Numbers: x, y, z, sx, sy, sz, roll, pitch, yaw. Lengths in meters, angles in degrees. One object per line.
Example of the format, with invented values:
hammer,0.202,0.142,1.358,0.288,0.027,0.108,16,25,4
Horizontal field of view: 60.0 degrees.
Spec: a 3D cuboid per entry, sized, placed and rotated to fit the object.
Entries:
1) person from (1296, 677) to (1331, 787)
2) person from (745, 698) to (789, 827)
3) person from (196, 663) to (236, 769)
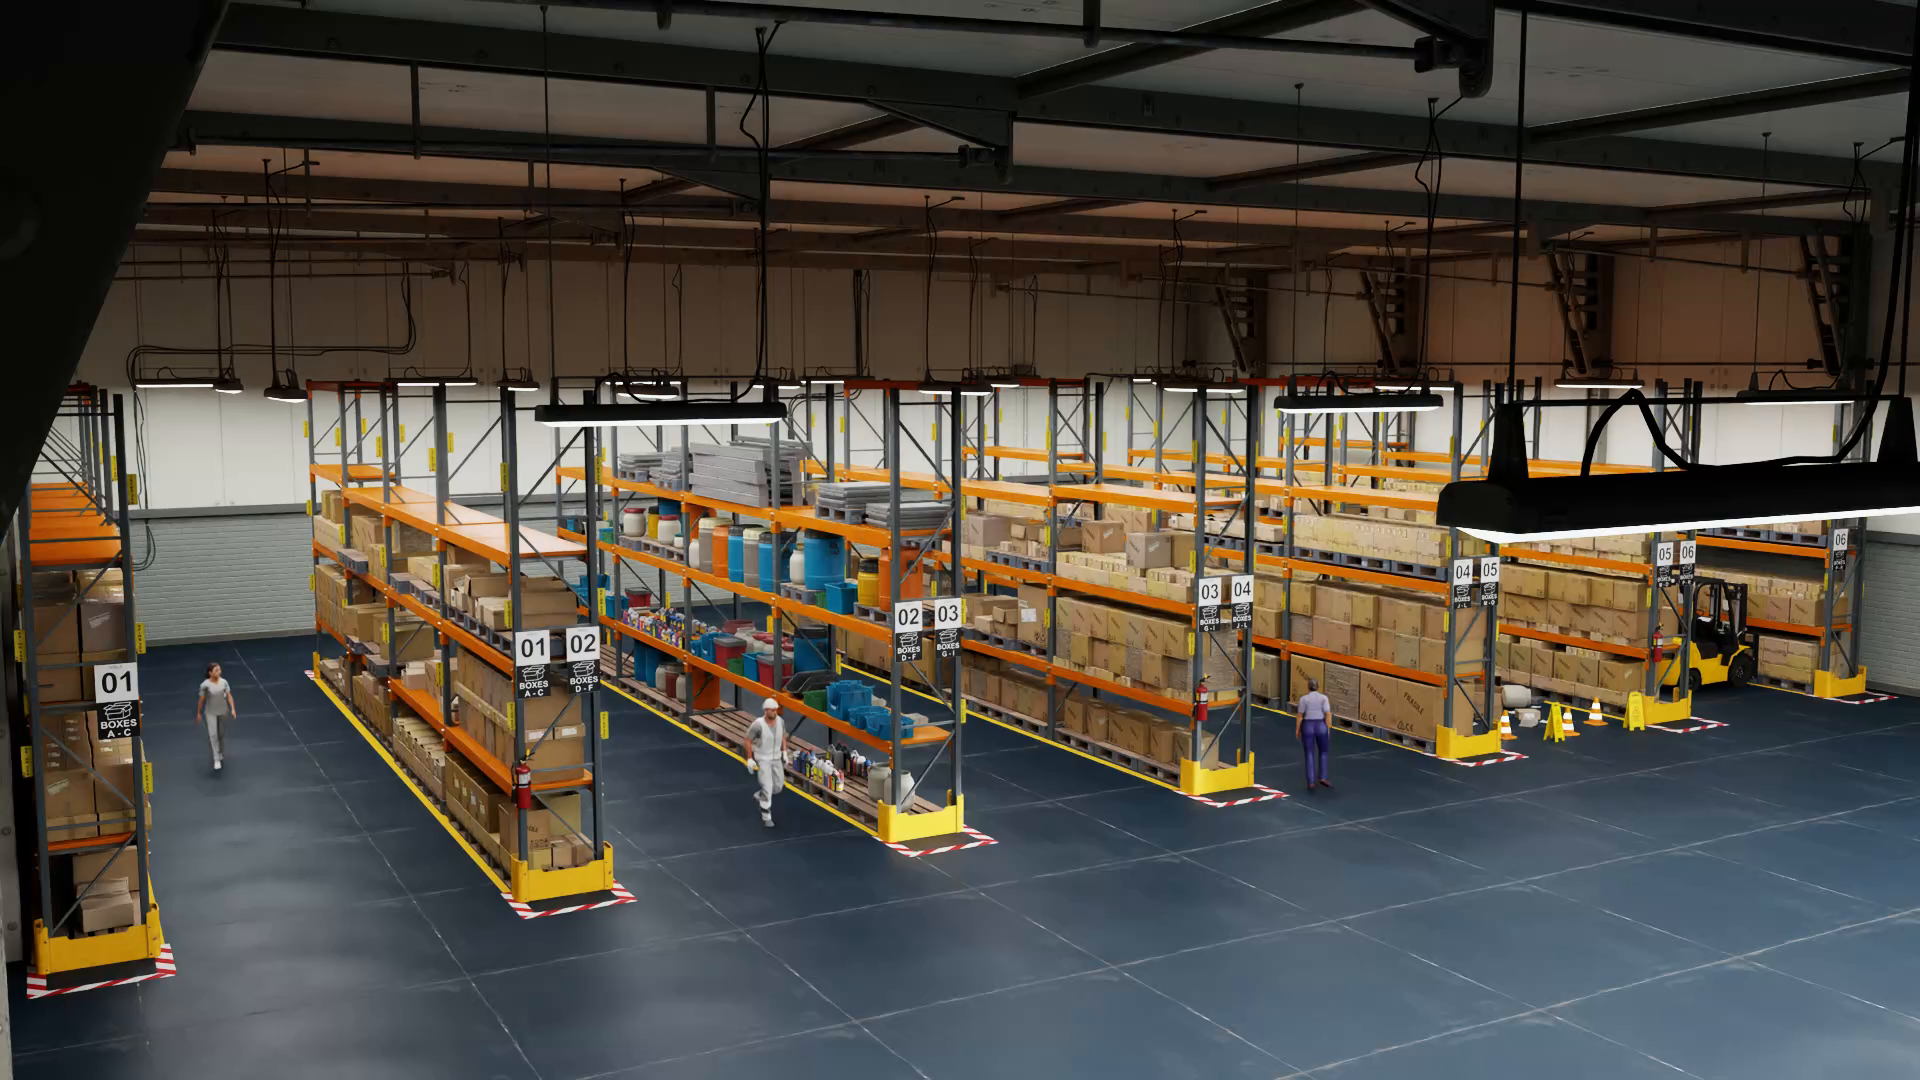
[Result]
person,5.302,2.906,24.884,0.545,1.696,0.620,1,6,13
person,-2.706,3.026,22.931,0.622,1.764,0.703,-5,8,-42
person,-11.682,2.726,26.117,0.536,1.600,1.044,-5,8,-38
